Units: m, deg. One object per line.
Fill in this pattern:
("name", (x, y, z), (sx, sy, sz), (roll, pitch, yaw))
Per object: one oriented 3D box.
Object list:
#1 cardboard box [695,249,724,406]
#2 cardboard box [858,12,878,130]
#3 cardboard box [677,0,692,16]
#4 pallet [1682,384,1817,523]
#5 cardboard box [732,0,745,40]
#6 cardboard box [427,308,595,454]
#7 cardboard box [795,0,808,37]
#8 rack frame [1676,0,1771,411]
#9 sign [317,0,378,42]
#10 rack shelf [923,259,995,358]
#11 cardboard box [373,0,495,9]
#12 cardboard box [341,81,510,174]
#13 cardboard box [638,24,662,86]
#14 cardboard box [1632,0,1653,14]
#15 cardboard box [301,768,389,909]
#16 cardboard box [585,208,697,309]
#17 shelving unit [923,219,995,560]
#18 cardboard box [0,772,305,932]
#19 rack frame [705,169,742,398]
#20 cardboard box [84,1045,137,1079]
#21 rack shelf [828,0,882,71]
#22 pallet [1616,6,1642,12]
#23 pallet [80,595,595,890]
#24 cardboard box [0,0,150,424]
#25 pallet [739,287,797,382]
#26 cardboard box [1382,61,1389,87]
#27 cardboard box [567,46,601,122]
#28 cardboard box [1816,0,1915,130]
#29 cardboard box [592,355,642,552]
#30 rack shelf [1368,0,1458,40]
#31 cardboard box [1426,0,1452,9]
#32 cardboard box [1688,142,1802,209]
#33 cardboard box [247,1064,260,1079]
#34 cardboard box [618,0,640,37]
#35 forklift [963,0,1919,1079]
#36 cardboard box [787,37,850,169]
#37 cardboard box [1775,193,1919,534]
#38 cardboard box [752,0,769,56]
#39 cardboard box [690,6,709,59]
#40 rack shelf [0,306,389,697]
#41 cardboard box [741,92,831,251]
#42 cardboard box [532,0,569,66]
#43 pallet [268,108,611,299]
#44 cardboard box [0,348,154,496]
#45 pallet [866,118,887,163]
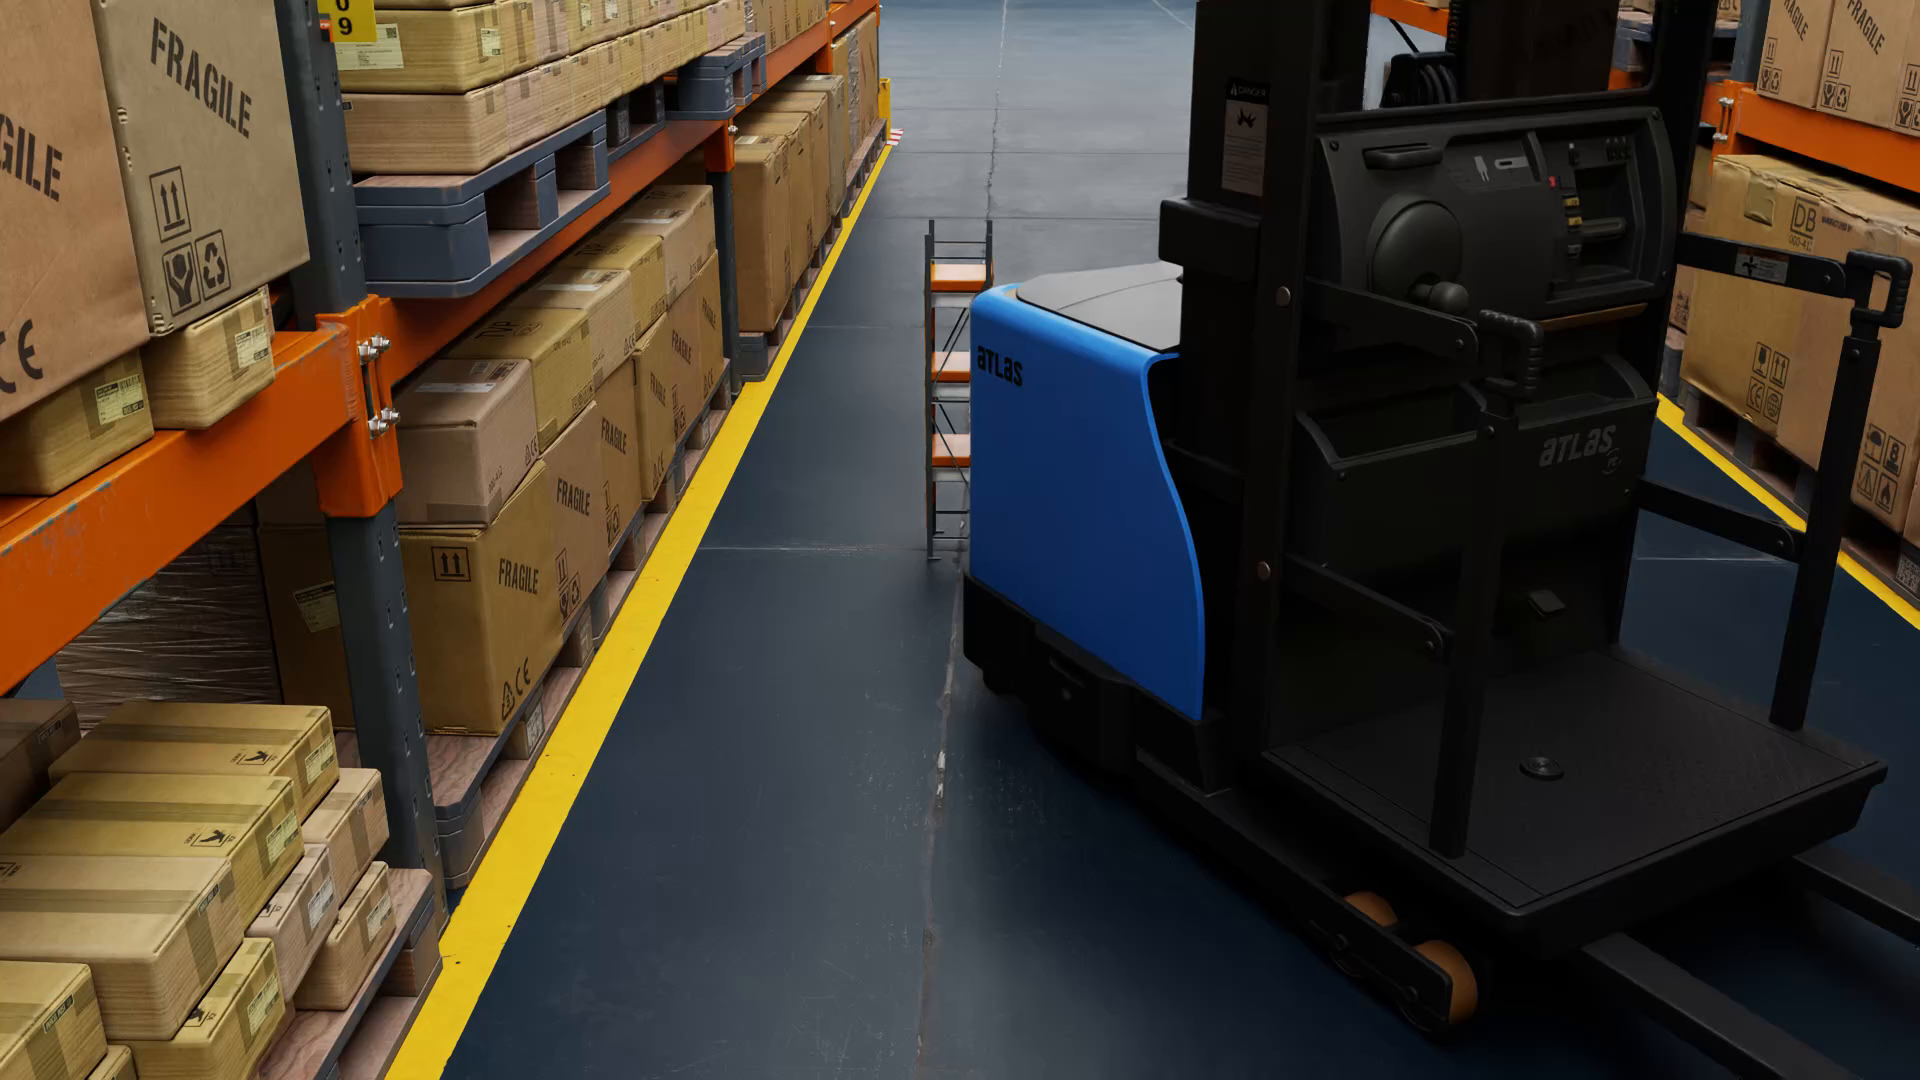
("cardboard box", (-1.203, -0.820, 6.371), (0.500, 0.500, 0.500), (1, 21, 1))
("cardboard box", (-1.156, -3.882, 13.745), (0.875, 0.875, 0.875), (1, 21, 2))
("cardboard box", (-1.034, -1.692, 5.099), (0.380, 0.149, 0.250), (0, 21, 1))
("pallet", (3.411, -0.355, 6.152), (1.003, 0.211, 1.213), (1, 21, 2))
("cardboard box", (-1.000, -1.926, 6.112), (0.380, 0.149, 0.250), (1, 21, 3))
("cardboard box", (-1.266, -0.421, 4.306), (0.500, 0.250, 0.500), (1, 21, 3))
("cardboard box", (-1.102, -2.966, 8.889), (0.500, 0.500, 0.500), (1, 21, 2))
("rack frame", (3.510, -1.939, 6.380), (1.000, 3.000, 0.127), (1, 21, 2))
("sign", (-1.024, -0.985, 2.723), (0.100, 0.325, 0.005), (1, 21, 2))
("rack shelf", (-0.002, -0.725, 5.190), (0.215, 0.259, 0.240), (1, 21, 2))
("cardboard box", (-1.095, -1.078, 3.104), (0.380, 0.149, 0.250), (2, 21, 4))
("cardboard box", (-1.095, -0.800, 3.211), (0.380, 0.149, 0.250), (0, 21, -1))
("cardboard box", (-1.049, -1.363, 4.663), (0.380, 0.149, 0.250), (0, 21, -1))
("cardboard box", (3.403, -2.580, 7.314), (0.700, 0.500, 0.500), (4, 22, 10))
("cardboard box", (-1.258, 0.528, 2.971), (0.380, 0.149, 0.250), (1, 21, 3))
("cardboard box", (-1.208, -0.978, 5.740), (0.500, 0.250, 0.500), (1, 21, 2))
("shelving unit", (-0.002, -0.470, 5.289), (0.215, 1.050, 0.252), (1, 21, 2))
("cardboard box", (-1.285, 0.496, 2.642), (0.380, 0.149, 0.250), (1, 21, 2))
("rack frame", (-1.445, -2.030, 6.615), (1.000, 3.000, 0.127), (1, 21, 2))
("cardboard box", (-1.350, 0.812, 2.238), (0.380, 0.149, 0.250), (1, 21, 2))
("rack shelf", (-1.262, -3.864, 12.336), (1.077, 0.370, 4.000), (1, 21, 2))
("pallet", (3.529, -2.566, 8.261), (1.003, 0.211, 1.213), (1, 21, 2))
("pallet", (-1.544, 0.434, 4.118), (1.003, 0.211, 1.213), (1, 21, 2))
("cardboard box", (-1.316, -0.404, 1.873), (0.500, 0.500, 0.500), (0, 21, 0))
("pallet", (-1.345, -1.015, 7.852), (1.003, 0.211, 1.213), (1, 21, 2))
("cardboard box", (3.718, -3.637, 13.630), (0.500, 0.500, 0.500), (5, 22, 12))
("cardboard box", (-1.072, -1.082, 3.937), (0.380, 0.149, 0.250), (1, 21, 2))
("cardboard box", (3.210, -1.627, 5.436), (0.500, 0.500, 0.500), (0, 21, 0))
("cardboard box", (-1.262, -0.260, 4.927), (0.500, 0.500, 0.500), (1, 21, 3))
("rack shelf", (3.692, -3.773, 12.102), (1.077, 0.370, 4.000), (1, 21, 2))
("cardboard box", (3.325, -3.621, 11.062), (0.380, 0.149, 0.250), (1, 21, 2))
("cardboard box", (3.500, -1.571, 7.242), (0.500, 0.250, 0.500), (1, 21, 4))
("cardboard box", (-1.273, 0.884, 2.465), (0.380, 0.149, 0.250), (0, 21, 0))
("cardboard box", (-1.060, -1.413, 4.380), (0.380, 0.149, 0.250), (0, 21, 1))
("forklift", (1.186, -0.630, 3.101), (1.130, 2.935, 3.031), (-12, 24, -28))
("cardboard box", (-1.234, -2.909, 11.235), (0.875, 0.875, 0.875), (1, 21, 2))
("cardboard box", (3.433, -0.573, 5.216), (1.225, 0.875, 0.875), (1, 21, 2))
("cardboard box", (-1.148, -2.420, 7.482), (0.500, 0.500, 0.500), (0, 21, 1))
("cardboard box", (-1.028, -1.653, 5.409), (0.380, 0.149, 0.250), (0, 21, 1))
("rack shelf", (-1.627, 0.474, 1.154), (1.077, 0.370, 4.000), (1, 21, 2))
("cardboard box", (-1.285, -2.049, 9.194), (1.050, 0.750, 0.750), (1, 21, 2))
("cardboard box", (-1.081, -1.126, 3.640), (0.380, 0.149, 0.250), (1, 21, 3))
("pallet", (-1.398, -0.769, 3.631), (1.003, 0.211, 1.213), (1, 21, 2))
("cardboard box", (-1.308, -0.171, 2.170), (0.380, 0.149, 0.250), (1, 21, 4))
("pallet", (-1.147, -3.333, 13.827), (1.003, 0.211, 1.213), (1, 21, 2))
